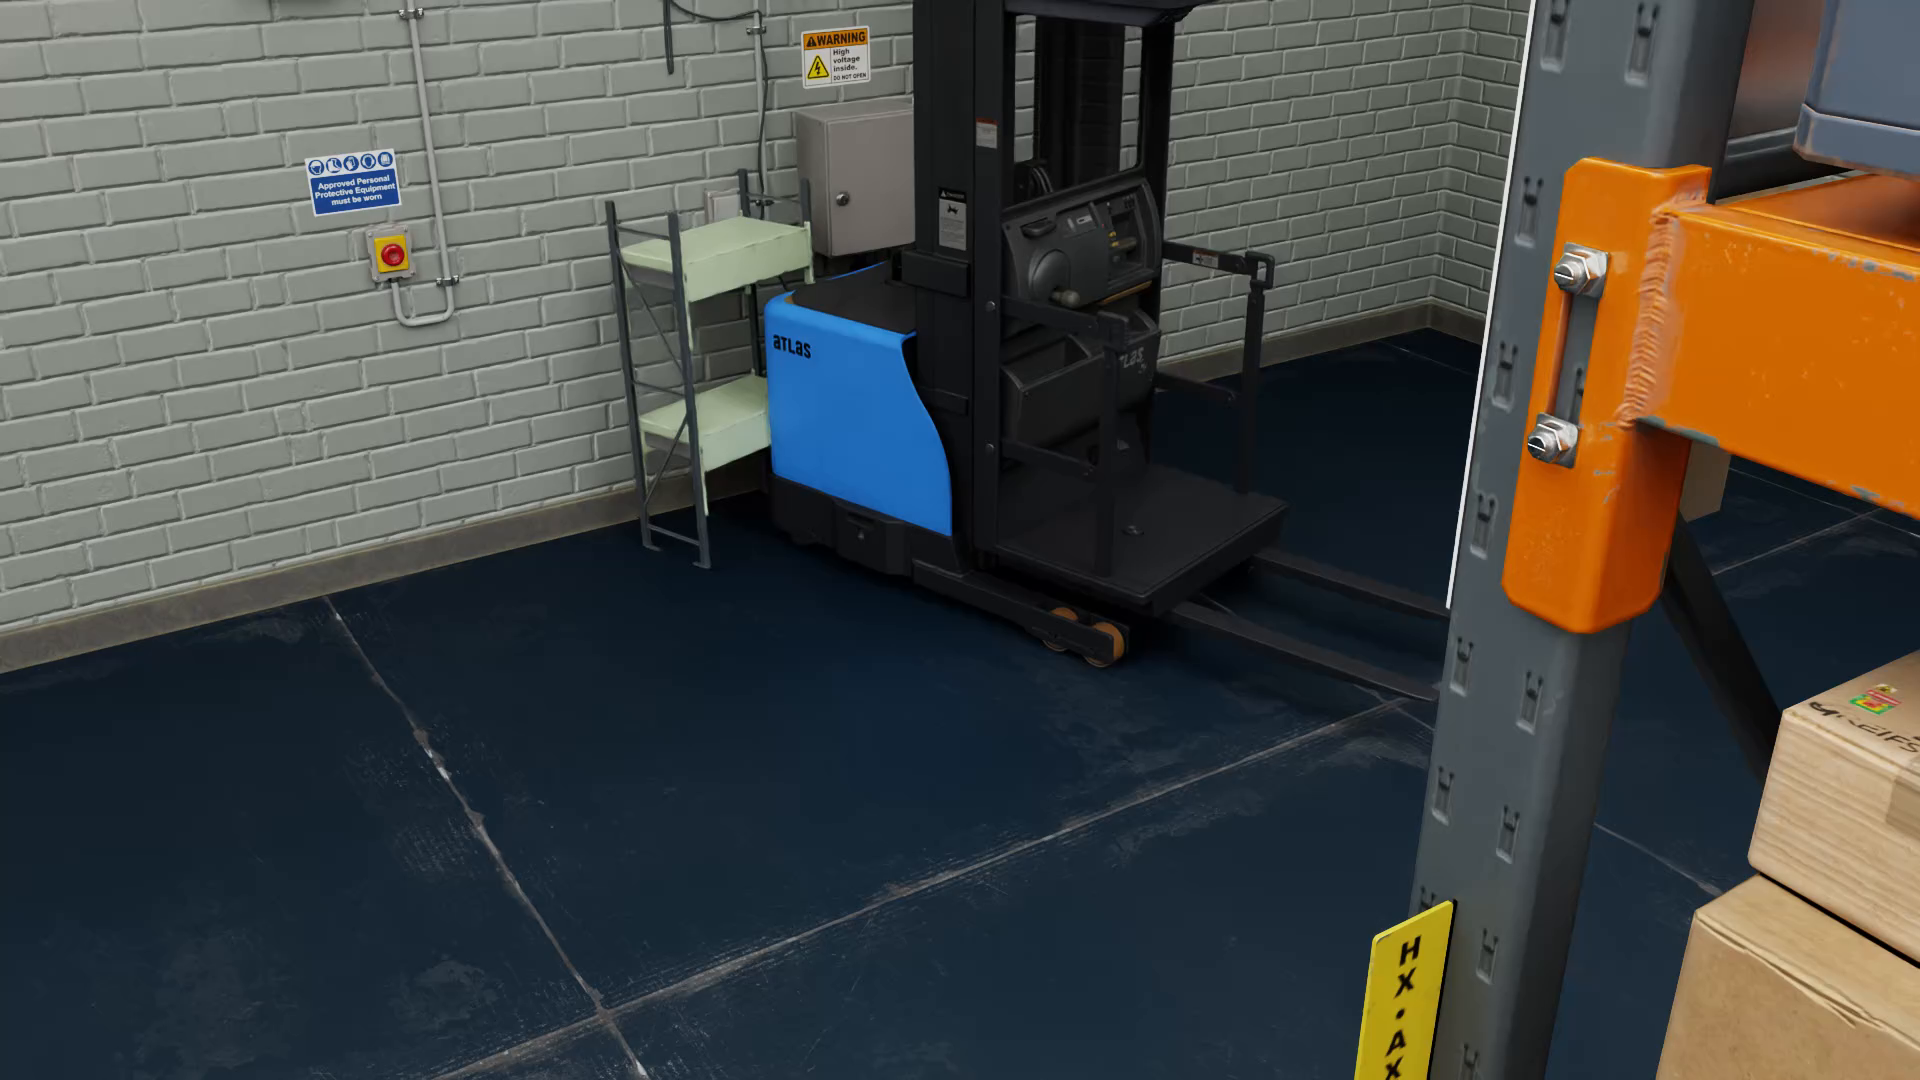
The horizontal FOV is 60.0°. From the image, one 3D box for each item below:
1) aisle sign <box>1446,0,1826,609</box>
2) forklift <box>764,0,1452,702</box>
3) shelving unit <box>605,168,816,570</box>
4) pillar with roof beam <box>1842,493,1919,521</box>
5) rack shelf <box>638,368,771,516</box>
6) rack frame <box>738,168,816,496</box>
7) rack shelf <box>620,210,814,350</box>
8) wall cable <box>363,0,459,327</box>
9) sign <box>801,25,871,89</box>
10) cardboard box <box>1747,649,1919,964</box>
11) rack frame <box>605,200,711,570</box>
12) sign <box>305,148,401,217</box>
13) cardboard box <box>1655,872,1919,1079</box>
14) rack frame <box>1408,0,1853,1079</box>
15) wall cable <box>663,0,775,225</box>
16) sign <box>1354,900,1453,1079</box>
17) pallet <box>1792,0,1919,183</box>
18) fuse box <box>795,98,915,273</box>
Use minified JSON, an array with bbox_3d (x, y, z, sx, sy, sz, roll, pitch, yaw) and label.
[{"bbox_3d":[0.600,-0.341,1.413,0.394,0.787,0.004,-16,29,-30],"label":"aisle sign"},{"bbox_3d":[0.634,-1.103,6.153,3.031,2.935,1.130,19,31,35],"label":"forklift"},{"bbox_3d":[-0.996,-0.733,7.035,0.431,1.500,0.755,17,30,35],"label":"shelving unit"},{"bbox_3d":[0.715,-3.249,3.592,9.100,9.000,0.400,-16,29,-30],"label":"pillar with roof beam"},{"bbox_3d":[-0.989,-0.436,7.168,0.431,0.370,0.720,17,30,35],"label":"rack shelf"},{"bbox_3d":[-0.768,-0.855,7.294,0.400,1.500,0.023,17,30,35],"label":"rack frame"},{"bbox_3d":[-1.005,-1.089,6.876,0.431,0.370,0.720,17,30,35],"label":"rack shelf"},{"bbox_3d":[-2.215,-1.692,6.094,0.585,1.953,0.123,-16,29,-30],"label":"wall cable"},{"bbox_3d":[-0.535,-2.091,7.197,0.339,0.242,0.001,-16,29,-30],"label":"sign"},{"bbox_3d":[0.844,0.194,1.278,0.380,0.149,0.250,-15,29,-29],"label":"cardboard box"},{"bbox_3d":[-1.225,-0.611,6.777,0.400,1.500,0.023,17,30,35],"label":"rack frame"},{"bbox_3d":[-2.289,-1.351,6.282,0.327,0.218,0.001,-16,29,-30],"label":"sign"},{"bbox_3d":[0.906,0.534,1.318,0.500,0.500,0.500,-16,30,-31],"label":"cardboard box"},{"bbox_3d":[0.885,0.792,2.058,0.949,2.616,0.053,-16,29,-30],"label":"rack frame"},{"bbox_3d":[-1.033,-2.013,6.810,0.588,1.984,0.122,-16,29,-30],"label":"wall cable"},{"bbox_3d":[0.414,0.493,1.586,0.100,0.325,0.005,-16,29,-30],"label":"sign"},{"bbox_3d":[1.296,-0.261,0.878,1.003,0.211,1.213,-16,29,-30],"label":"pallet"},{"bbox_3d":[-0.376,-1.073,7.519,0.539,1.711,0.414,-16,29,-30],"label":"fuse box"}]
